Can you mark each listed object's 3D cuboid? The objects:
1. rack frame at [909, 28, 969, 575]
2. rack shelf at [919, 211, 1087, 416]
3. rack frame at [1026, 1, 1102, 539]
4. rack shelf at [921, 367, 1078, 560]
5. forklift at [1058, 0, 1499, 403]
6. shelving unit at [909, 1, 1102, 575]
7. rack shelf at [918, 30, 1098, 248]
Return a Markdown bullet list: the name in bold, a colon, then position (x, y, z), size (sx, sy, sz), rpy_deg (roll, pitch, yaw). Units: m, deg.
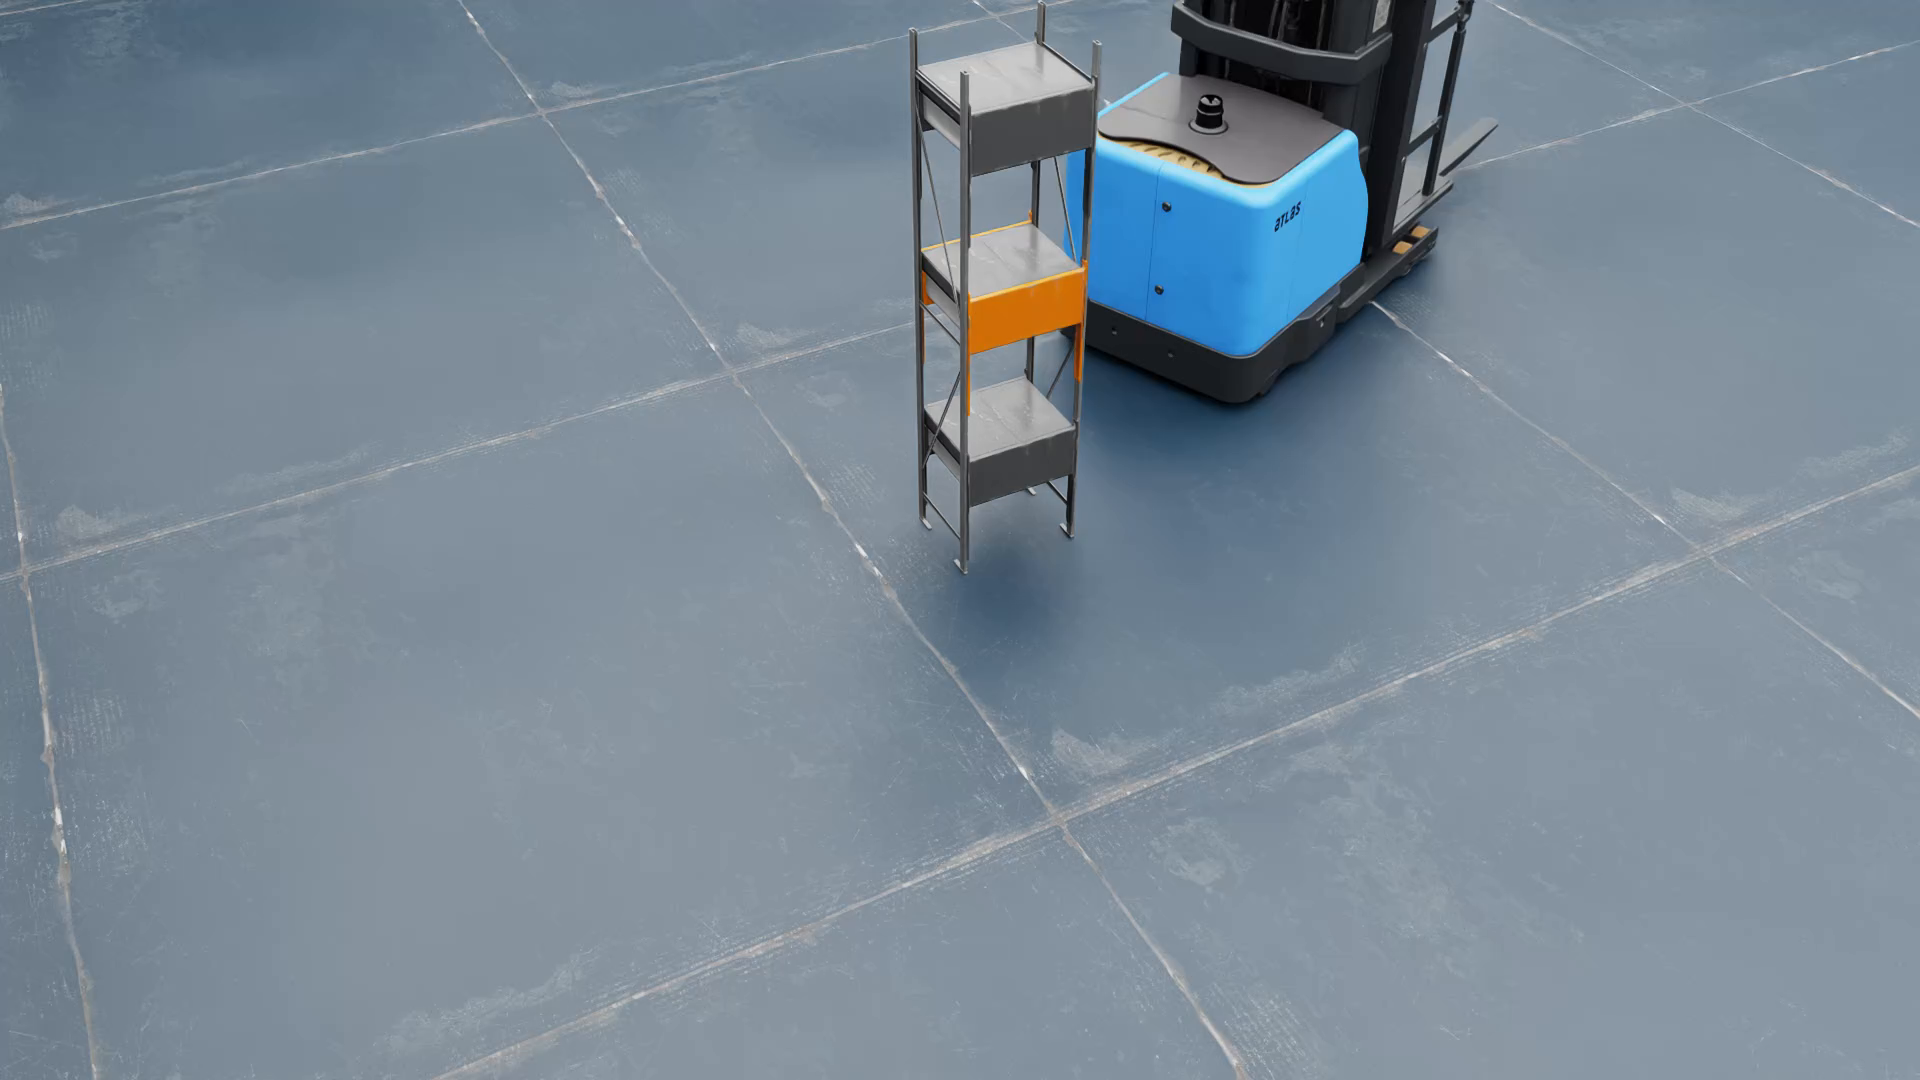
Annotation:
- **rack frame**: position (-0.070, -0.778, 6.044), size (0.015, 2.100, 0.400), rpy_deg (-19, 44, -21)
- **rack shelf**: position (0.147, -0.840, 6.139), size (0.480, 0.518, 0.431), rpy_deg (-19, 44, -21)
- **rack frame**: position (0.363, -0.924, 6.216), size (0.015, 2.100, 0.400), rpy_deg (-19, 44, -21)
- **rack shelf**: position (0.147, -0.306, 6.591), size (0.480, 0.518, 0.431), rpy_deg (-19, 44, -21)
- **forklift**: position (1.759, -2.620, 7.576), size (1.130, 2.935, 3.031), rpy_deg (27, 47, 28)
- **shelving unit**: position (0.147, -0.851, 6.130), size (0.503, 2.100, 0.431), rpy_deg (-19, 44, -21)
- **rack shelf**: position (0.147, -1.375, 5.687), size (0.480, 0.518, 0.431), rpy_deg (-19, 44, -21)
